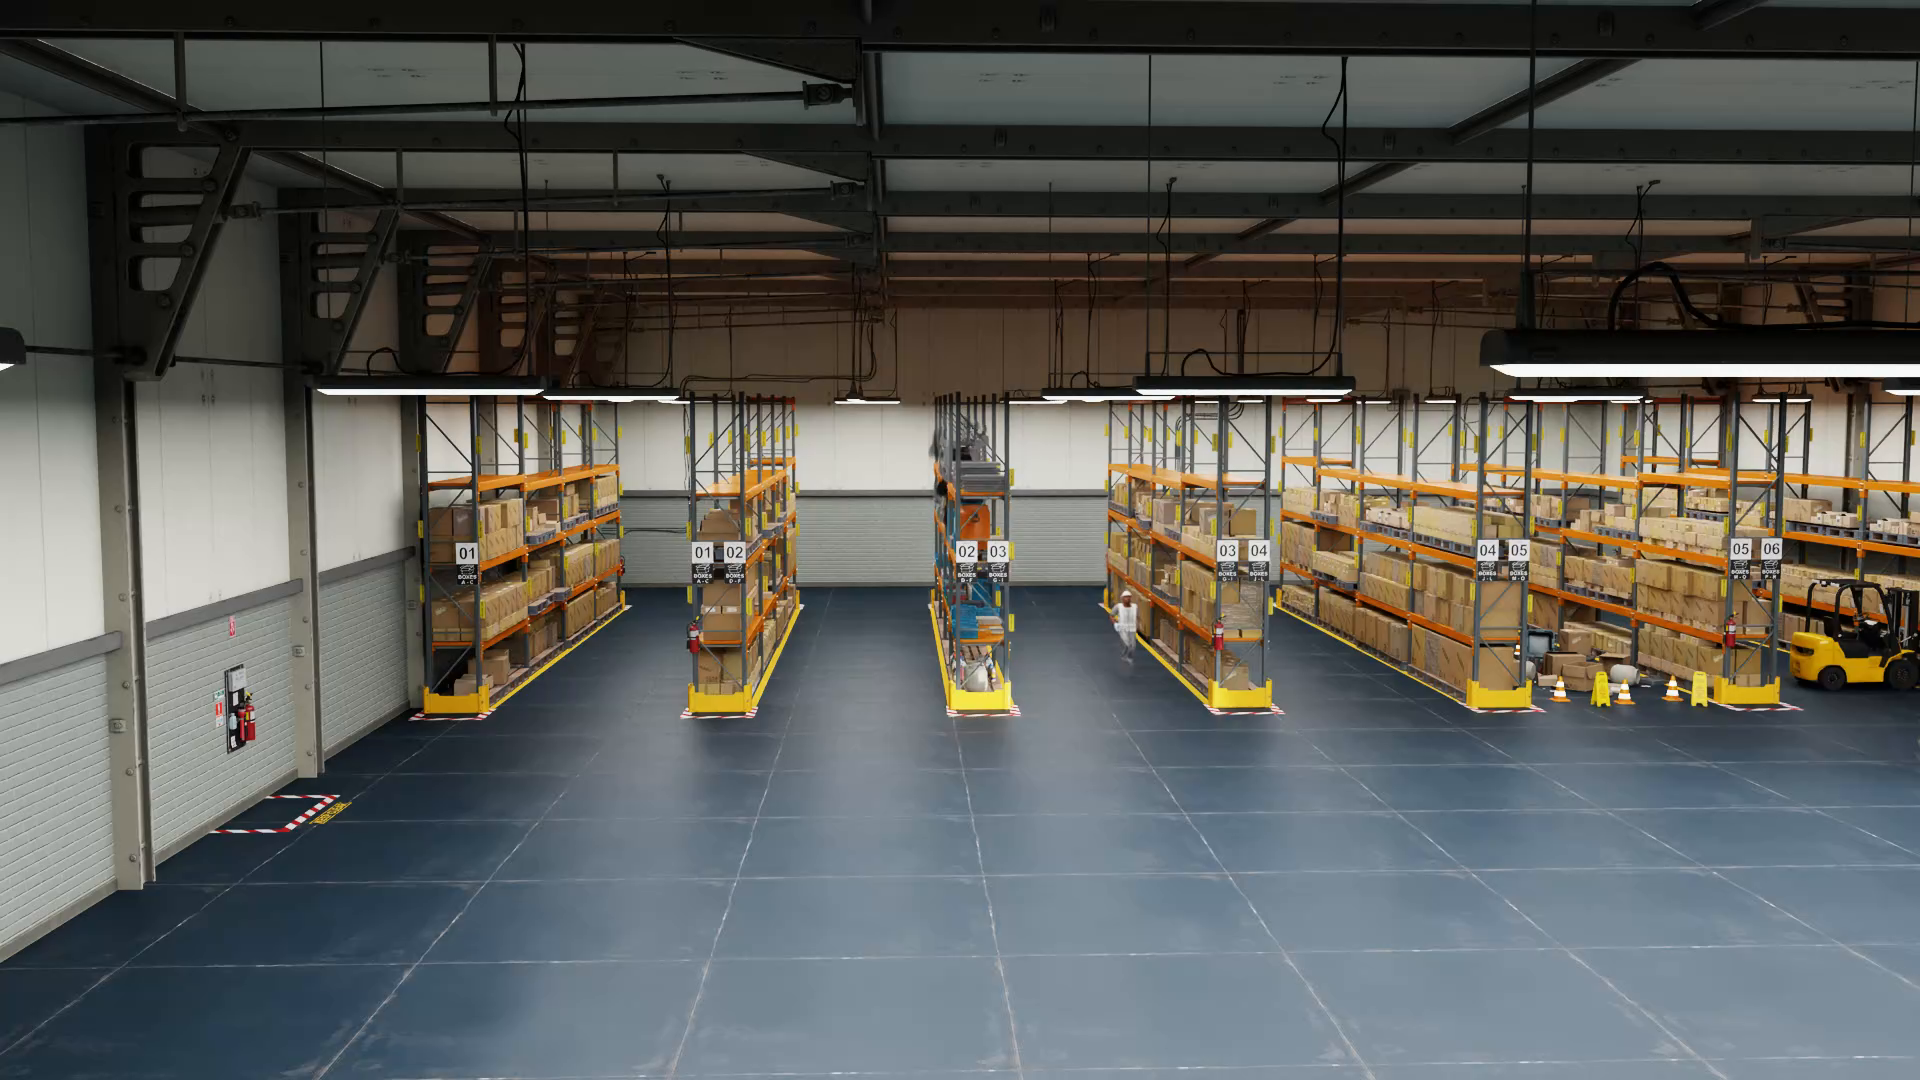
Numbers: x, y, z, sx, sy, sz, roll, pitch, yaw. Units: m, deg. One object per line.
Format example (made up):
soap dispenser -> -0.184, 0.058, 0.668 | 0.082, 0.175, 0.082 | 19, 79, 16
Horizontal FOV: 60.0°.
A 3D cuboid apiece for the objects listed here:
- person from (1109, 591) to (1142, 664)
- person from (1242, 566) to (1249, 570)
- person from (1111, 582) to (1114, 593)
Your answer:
person -> 3.556, 1.888, 35.570 | 0.680, 1.608, 0.869 | -1, 5, -9
person -> 7.957, 1.129, 48.168 | 0.655, 1.493, 0.735 | 4, 6, 41
person -> 4.682, 0.961, 48.935 | 0.811, 1.803, 0.629 | 1, 5, 16
